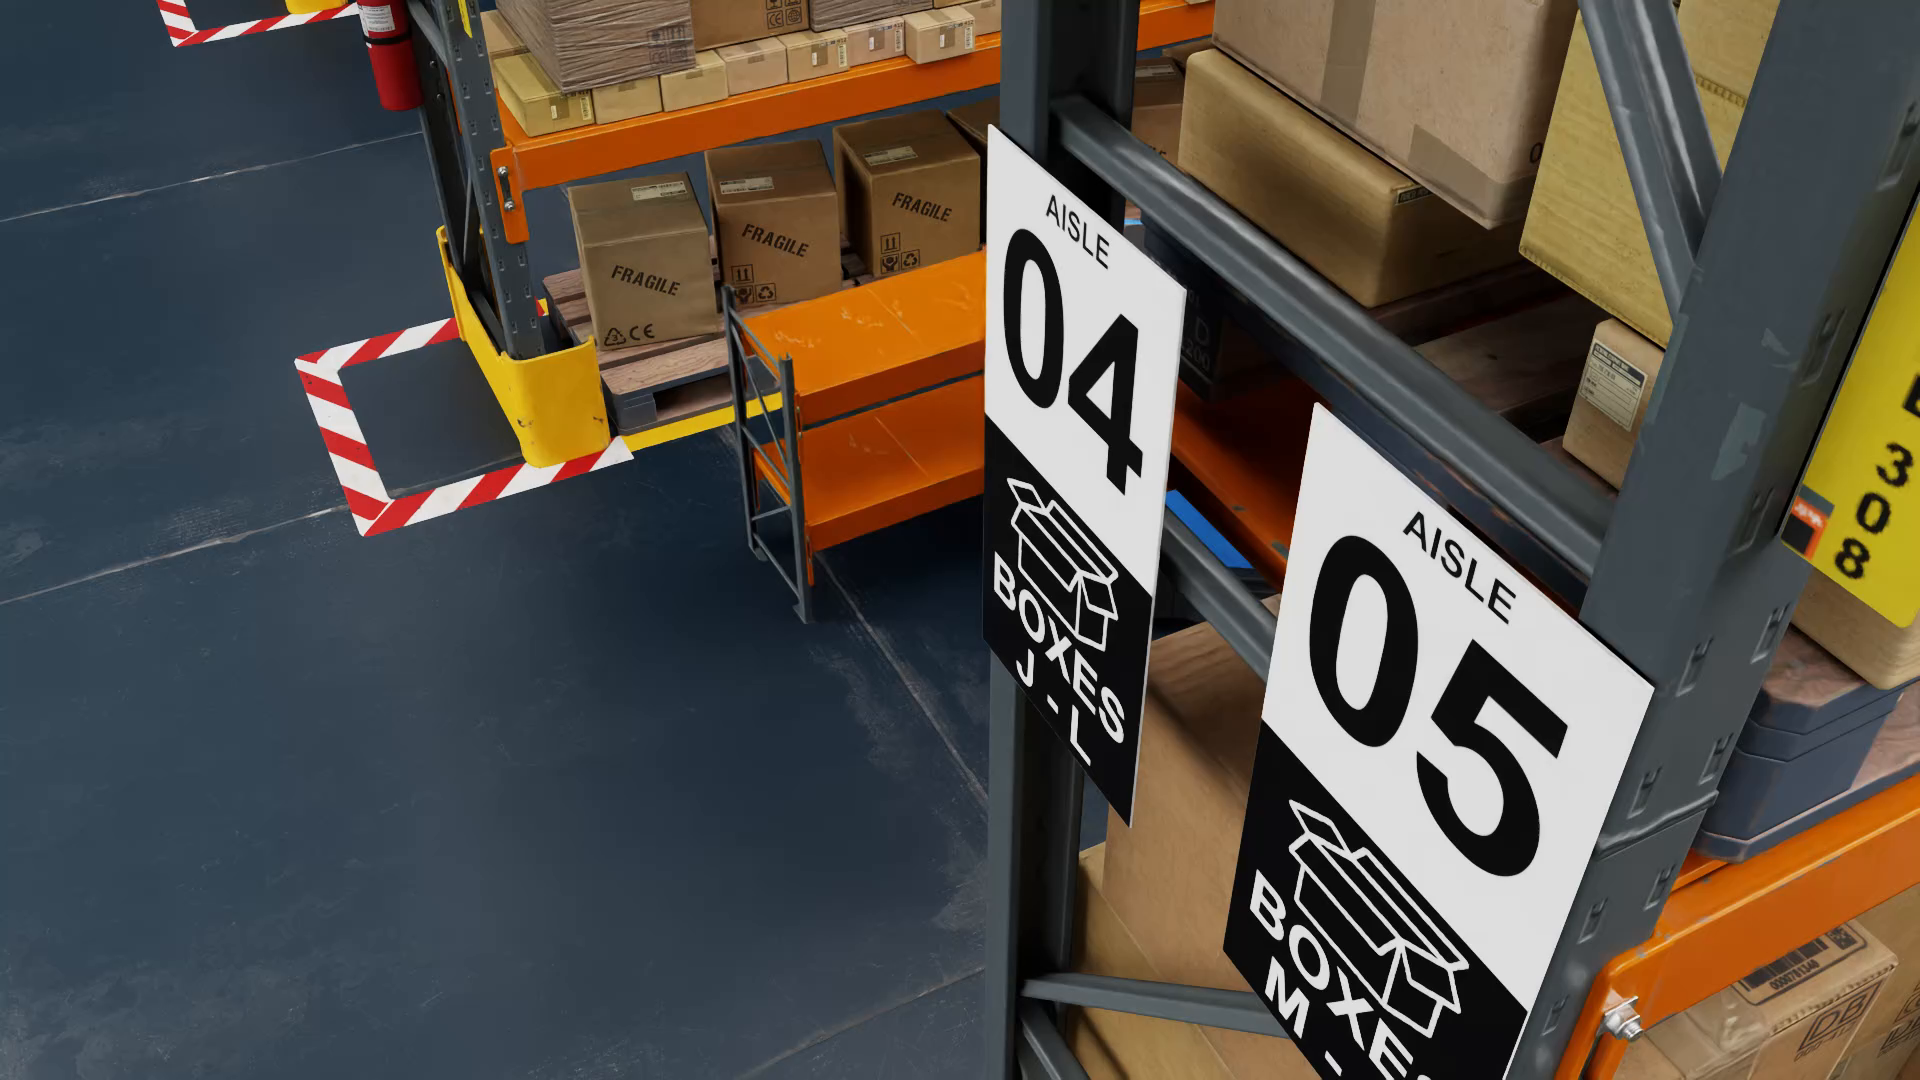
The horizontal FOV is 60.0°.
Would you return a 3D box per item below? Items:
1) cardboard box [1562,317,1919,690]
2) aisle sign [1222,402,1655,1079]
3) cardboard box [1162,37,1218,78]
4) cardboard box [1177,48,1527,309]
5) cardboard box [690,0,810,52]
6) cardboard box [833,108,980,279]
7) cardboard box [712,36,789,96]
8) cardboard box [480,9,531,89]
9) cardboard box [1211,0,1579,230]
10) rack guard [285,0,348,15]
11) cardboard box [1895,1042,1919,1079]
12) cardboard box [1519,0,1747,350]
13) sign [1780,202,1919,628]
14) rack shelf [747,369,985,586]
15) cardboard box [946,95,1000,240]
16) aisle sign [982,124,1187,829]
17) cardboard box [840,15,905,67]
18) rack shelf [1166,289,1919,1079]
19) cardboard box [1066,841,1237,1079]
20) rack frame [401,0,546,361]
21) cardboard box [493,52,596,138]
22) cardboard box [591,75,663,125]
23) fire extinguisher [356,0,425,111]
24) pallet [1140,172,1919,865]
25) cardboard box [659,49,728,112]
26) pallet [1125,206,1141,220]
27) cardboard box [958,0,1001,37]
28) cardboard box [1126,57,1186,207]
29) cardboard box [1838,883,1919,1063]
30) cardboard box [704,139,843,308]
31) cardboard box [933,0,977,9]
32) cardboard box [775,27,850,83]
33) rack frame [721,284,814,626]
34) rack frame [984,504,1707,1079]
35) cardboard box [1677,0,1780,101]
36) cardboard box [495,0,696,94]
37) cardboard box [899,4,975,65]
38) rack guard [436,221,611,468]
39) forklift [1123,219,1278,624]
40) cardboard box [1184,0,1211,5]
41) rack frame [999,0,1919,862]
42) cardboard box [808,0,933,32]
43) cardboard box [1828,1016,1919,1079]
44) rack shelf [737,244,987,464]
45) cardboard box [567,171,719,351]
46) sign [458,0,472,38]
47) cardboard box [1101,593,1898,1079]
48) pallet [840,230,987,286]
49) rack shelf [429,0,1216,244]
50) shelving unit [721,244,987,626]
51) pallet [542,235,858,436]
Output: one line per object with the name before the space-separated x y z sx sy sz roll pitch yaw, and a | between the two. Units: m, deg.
cardboard box | 0.778 -0.073 1.485 0.250 0.149 0.380 -18 44 -20
aisle sign | 0.401 0.294 1.569 0.004 0.787 0.394 -19 44 -21
cardboard box | 1.298 -2.083 7.999 0.500 0.500 0.500 -20 44 -22
cardboard box | 0.464 -0.448 1.928 0.250 0.149 0.380 -19 44 -21
cardboard box | -0.987 -2.297 6.335 0.500 0.500 0.875 -19 44 -21
cardboard box | -0.236 -1.536 7.353 0.500 0.500 0.500 -15 42 -17
cardboard box | -0.842 -1.848 6.306 0.250 0.149 0.380 -19 44 -21
cardboard box | -1.719 -1.887 6.352 0.250 0.149 0.380 -19 44 -21
cardboard box | 0.631 -0.613 1.814 0.500 0.250 0.500 -18 43 -20
rack guard | -4.118 -3.713 10.250 0.348 0.500 1.175 -19 44 -21
cardboard box | 1.666 0.627 3.071 0.550 0.550 0.875 -19 44 -21
cardboard box | 0.872 -0.304 1.449 0.500 0.250 0.500 -19 44 -21
sign | 0.577 -0.096 0.982 0.005 0.325 0.100 -19 44 -21
rack shelf | -0.213 -0.246 6.049 1.000 0.278 0.538 -20 44 -22
cardboard box | 0.280 -1.677 7.520 0.500 0.500 0.500 -22 45 -24
aisle sign | 0.124 -0.050 1.975 0.004 0.787 0.394 -19 44 -21
cardboard box | -0.408 -2.009 6.496 0.250 0.149 0.380 -19 44 -21
rack shelf | 2.099 -0.374 2.606 4.000 0.370 1.077 -19 44 -21
cardboard box | 0.634 0.899 2.750 0.550 0.550 0.875 -19 44 -21
rack frame | -1.876 -1.779 6.030 0.127 3.000 1.000 -19 44 -21
cardboard box | -1.513 -1.632 6.051 0.250 0.149 0.380 -19 44 -21
cardboard box | -1.283 -1.696 6.126 0.250 0.149 0.380 -19 44 -21
fire extinguisher | -2.190 -1.980 6.327 0.183 0.674 0.296 -19 44 -21
pallet | 0.979 -0.246 1.965 1.213 0.211 1.003 -19 44 -21
cardboard box | -1.054 -1.762 6.204 0.250 0.149 0.380 -19 44 -21
pallet | 1.092 -1.688 8.081 1.213 0.211 1.003 -19 44 -21
cardboard box | 0.023 -2.175 6.692 0.250 0.149 0.380 -19 44 -21
cardboard box | 0.794 -1.908 7.792 0.500 0.500 0.500 -6 41 -7
cardboard box | 1.118 0.318 2.601 0.550 0.550 0.875 -19 44 -21
cardboard box | -0.800 -1.360 7.145 0.500 0.500 0.500 -8 41 -9
cardboard box | -0.075 -2.564 6.650 0.500 0.500 0.875 -19 44 -21
cardboard box | -0.617 -1.919 6.389 0.250 0.149 0.380 -19 44 -21
rack frame | -0.656 -0.272 5.701 0.032 1.125 0.500 -20 44 -22
rack frame | 0.326 1.093 2.637 0.127 3.000 1.000 -19 44 -21
cardboard box | 0.769 -0.376 1.226 0.250 0.149 0.380 -18 43 -20
cardboard box | -1.376 -2.080 6.077 0.500 0.500 0.875 -19 44 -21
cardboard box | -0.138 -2.024 6.514 0.250 0.149 0.380 -19 44 -21
rack guard | -1.809 -0.848 6.865 0.348 0.500 1.175 -19 44 -21
forklift | 1.921 -1.058 5.232 3.031 2.935 1.130 3 40 4
cardboard box | 0.971 -2.397 6.954 0.250 0.149 0.380 -19 44 -21
rack frame | 0.326 -1.197 0.699 0.127 3.000 1.000 -19 44 -21
cardboard box | -0.524 -2.422 6.482 0.500 0.500 0.875 -19 44 -21
cardboard box | 1.111 0.722 2.959 0.550 0.550 0.875 -19 44 -21
rack shelf | -0.213 -0.656 5.702 1.000 0.278 0.538 -20 44 -22
cardboard box | -1.314 -1.162 6.911 0.500 0.500 0.500 -11 41 -13
sign | -1.625 -1.799 5.384 0.005 0.325 0.100 -19 44 -21
cardboard box | 0.672 0.535 2.344 0.550 0.550 0.875 -19 44 -21
pallet | 0.009 -1.322 7.648 1.213 0.211 1.003 -19 44 -21
rack shelf | -0.102 -2.102 6.968 4.000 0.370 1.077 -19 44 -21
shelving unit | -0.213 -0.433 5.891 1.048 1.125 0.538 -20 44 -22
pallet | -1.072 -0.960 7.221 1.213 0.211 1.003 -19 44 -21
